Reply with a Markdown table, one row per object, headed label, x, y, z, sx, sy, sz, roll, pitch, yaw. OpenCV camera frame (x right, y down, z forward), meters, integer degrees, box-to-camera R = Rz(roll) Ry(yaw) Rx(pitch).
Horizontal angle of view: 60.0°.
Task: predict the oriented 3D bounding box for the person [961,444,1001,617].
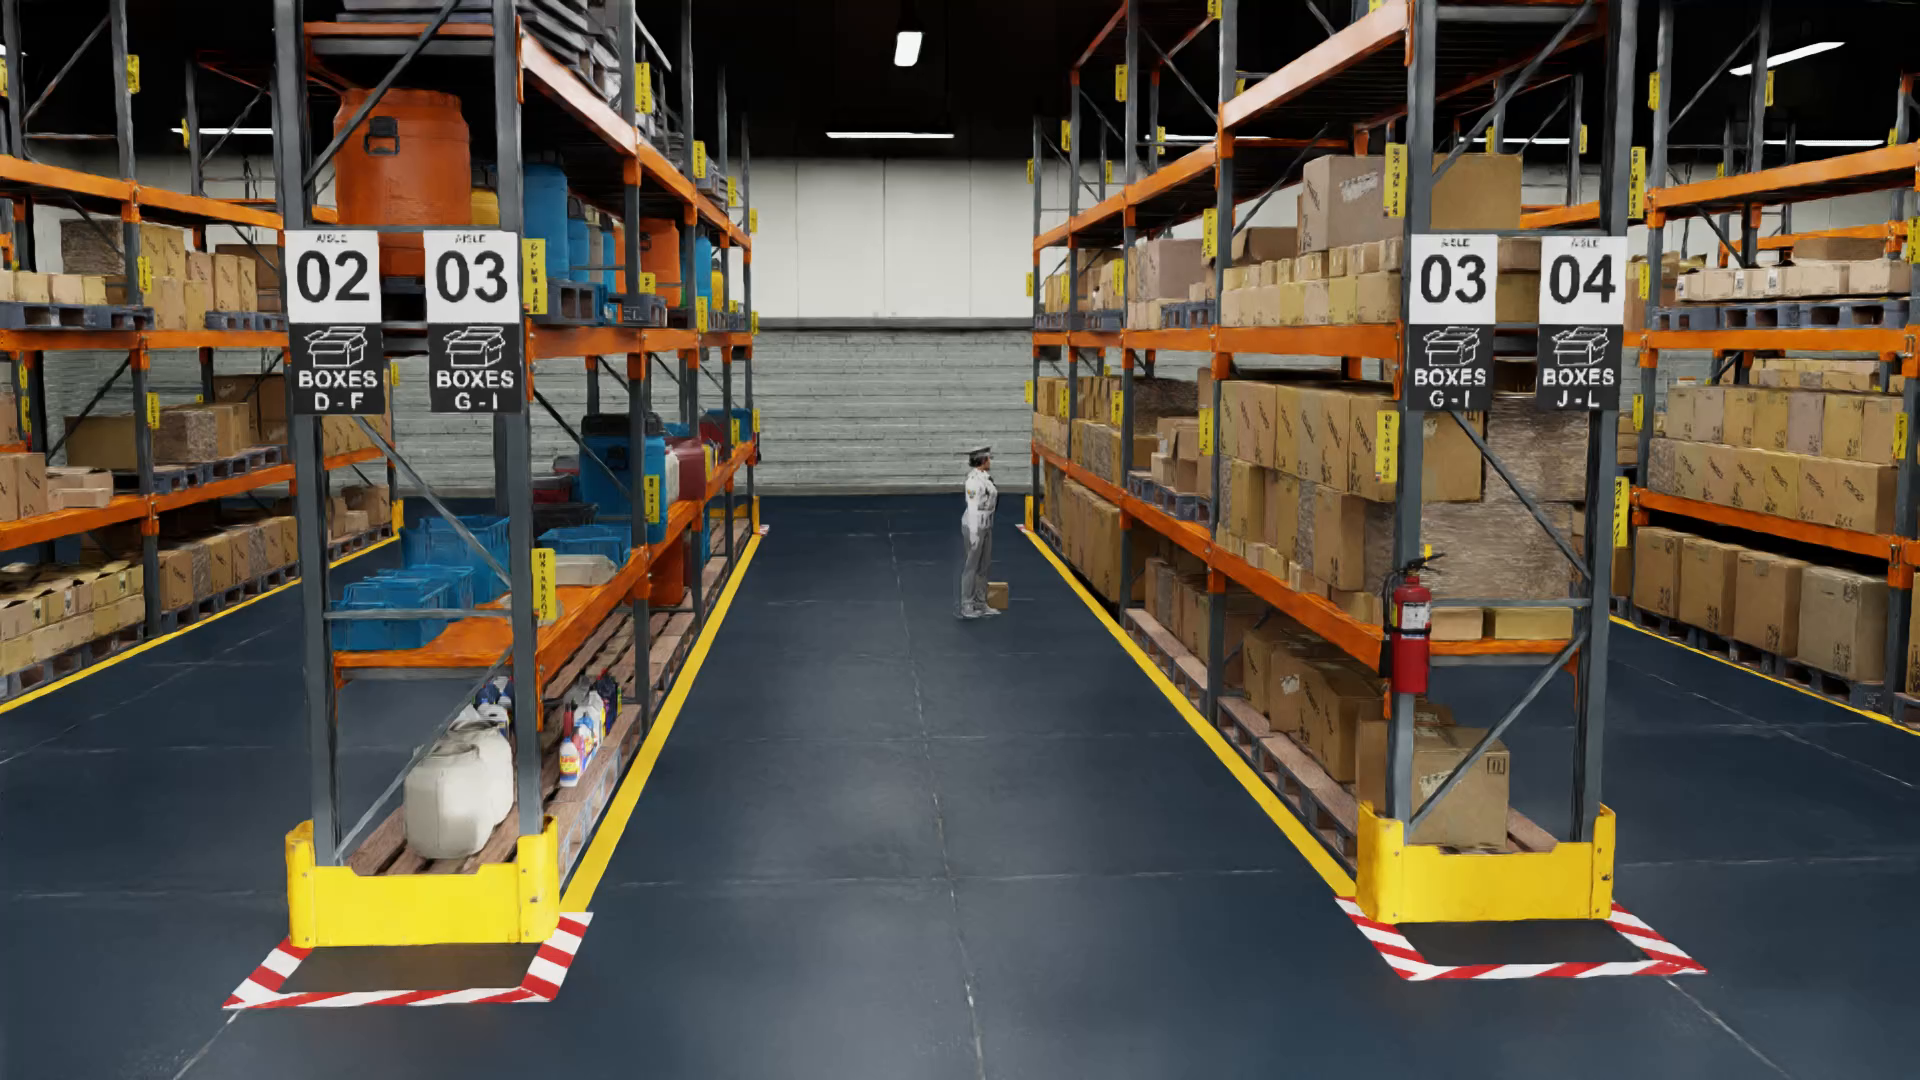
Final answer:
| label | x | y | z | sx | sy | sz | roll | pitch | yaw |
| --- | --- | --- | --- | --- | --- | --- | --- | --- | --- |
| person | 0.196 | -0.090 | 16.273 | 0.365 | 1.681 | 0.528 | 2 | 7 | 19 |
